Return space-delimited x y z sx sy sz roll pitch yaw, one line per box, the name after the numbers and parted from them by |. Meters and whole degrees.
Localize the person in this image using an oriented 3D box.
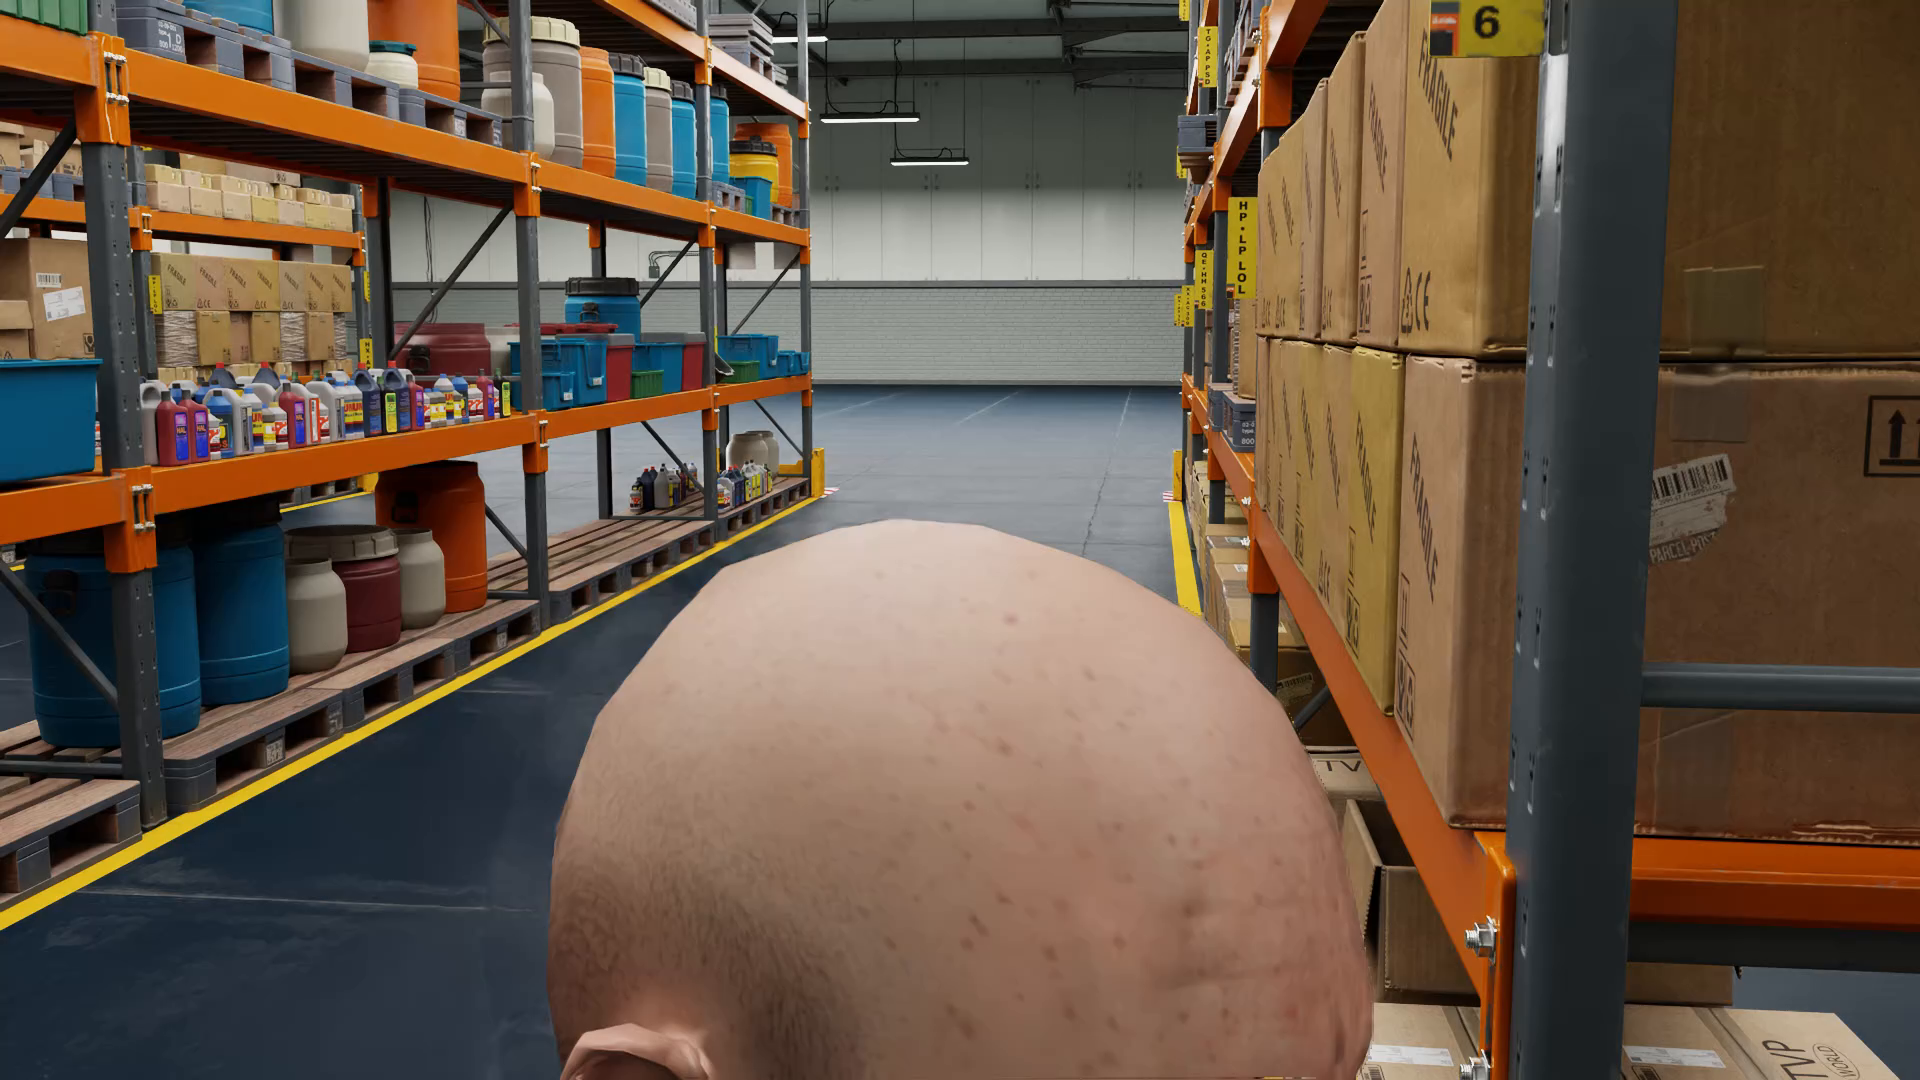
-0.054 0.888 0.422 0.645 1.773 0.506 -6 9 -37 | person
